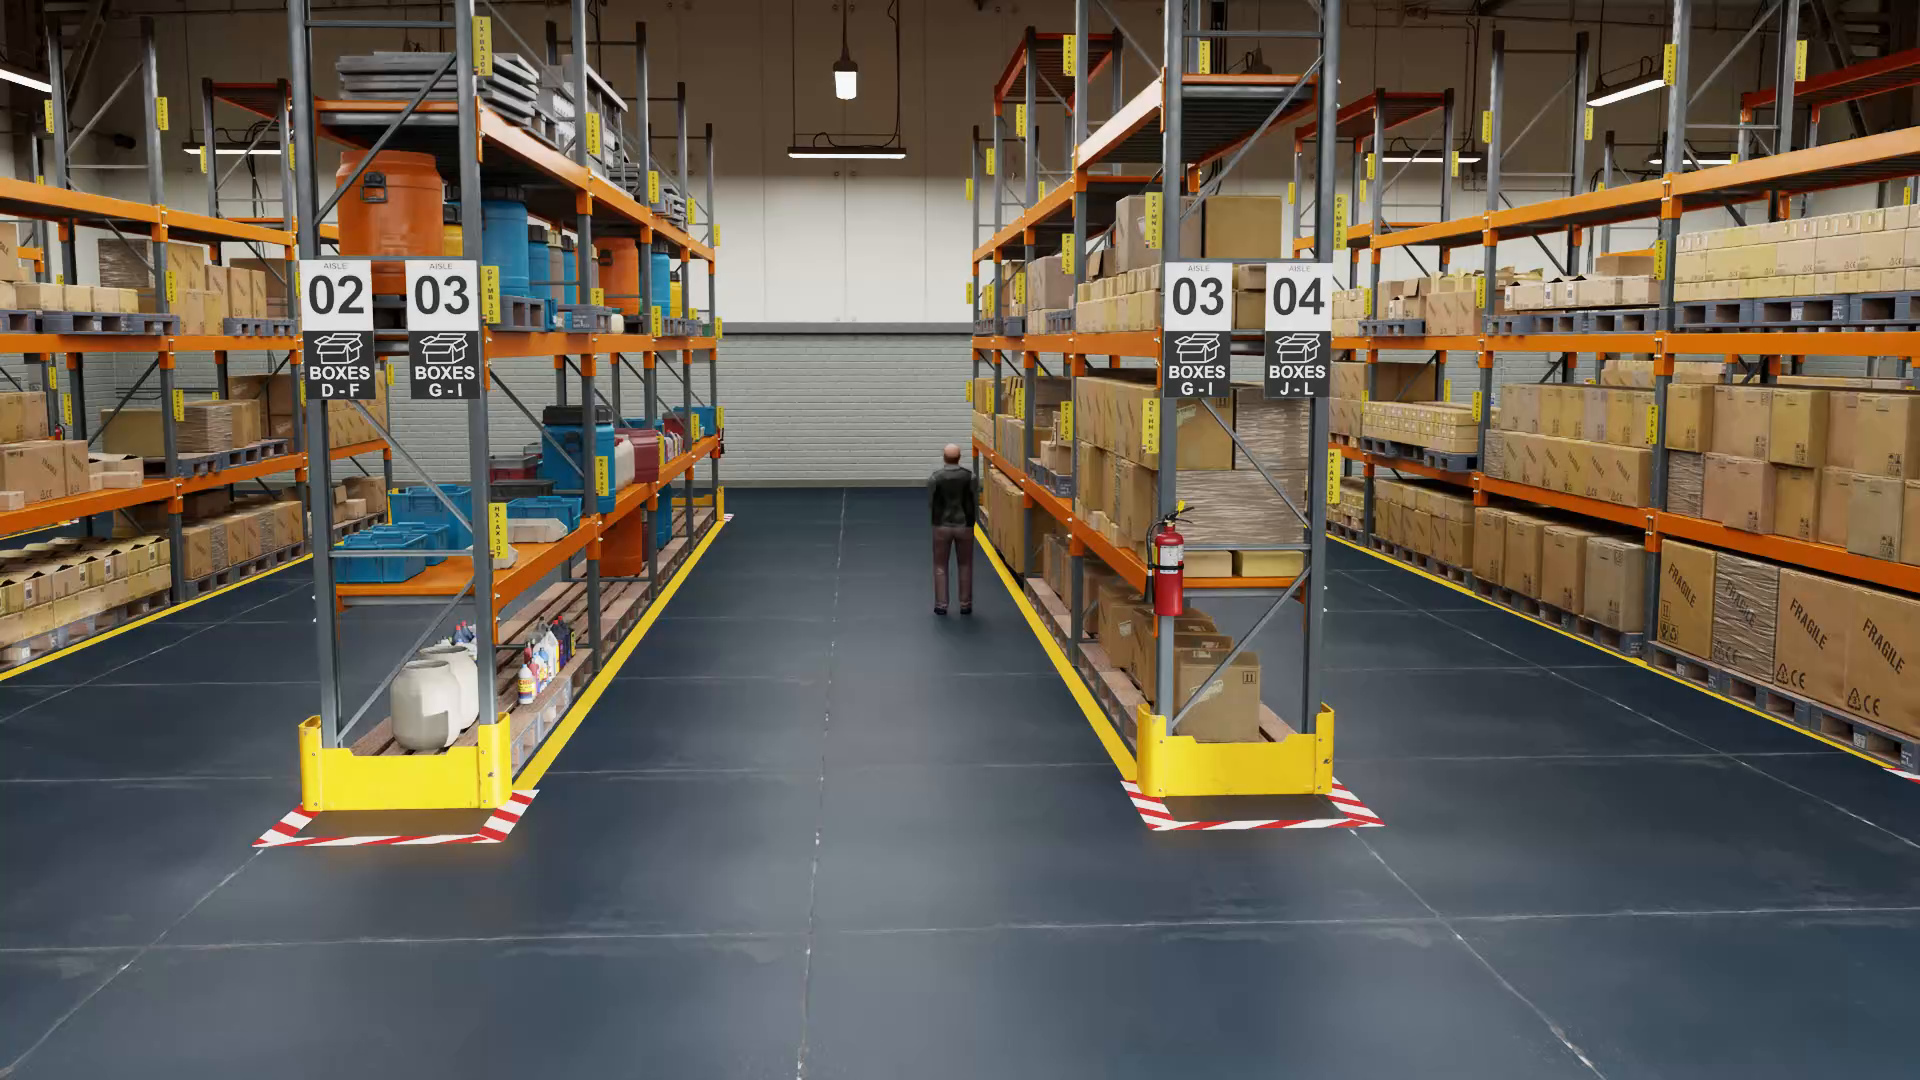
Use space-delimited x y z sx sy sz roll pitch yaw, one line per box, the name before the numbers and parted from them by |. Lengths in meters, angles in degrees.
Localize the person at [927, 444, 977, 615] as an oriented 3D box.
person | -0.083 -0.119 16.842 0.508 1.722 0.547 0 7 -4
